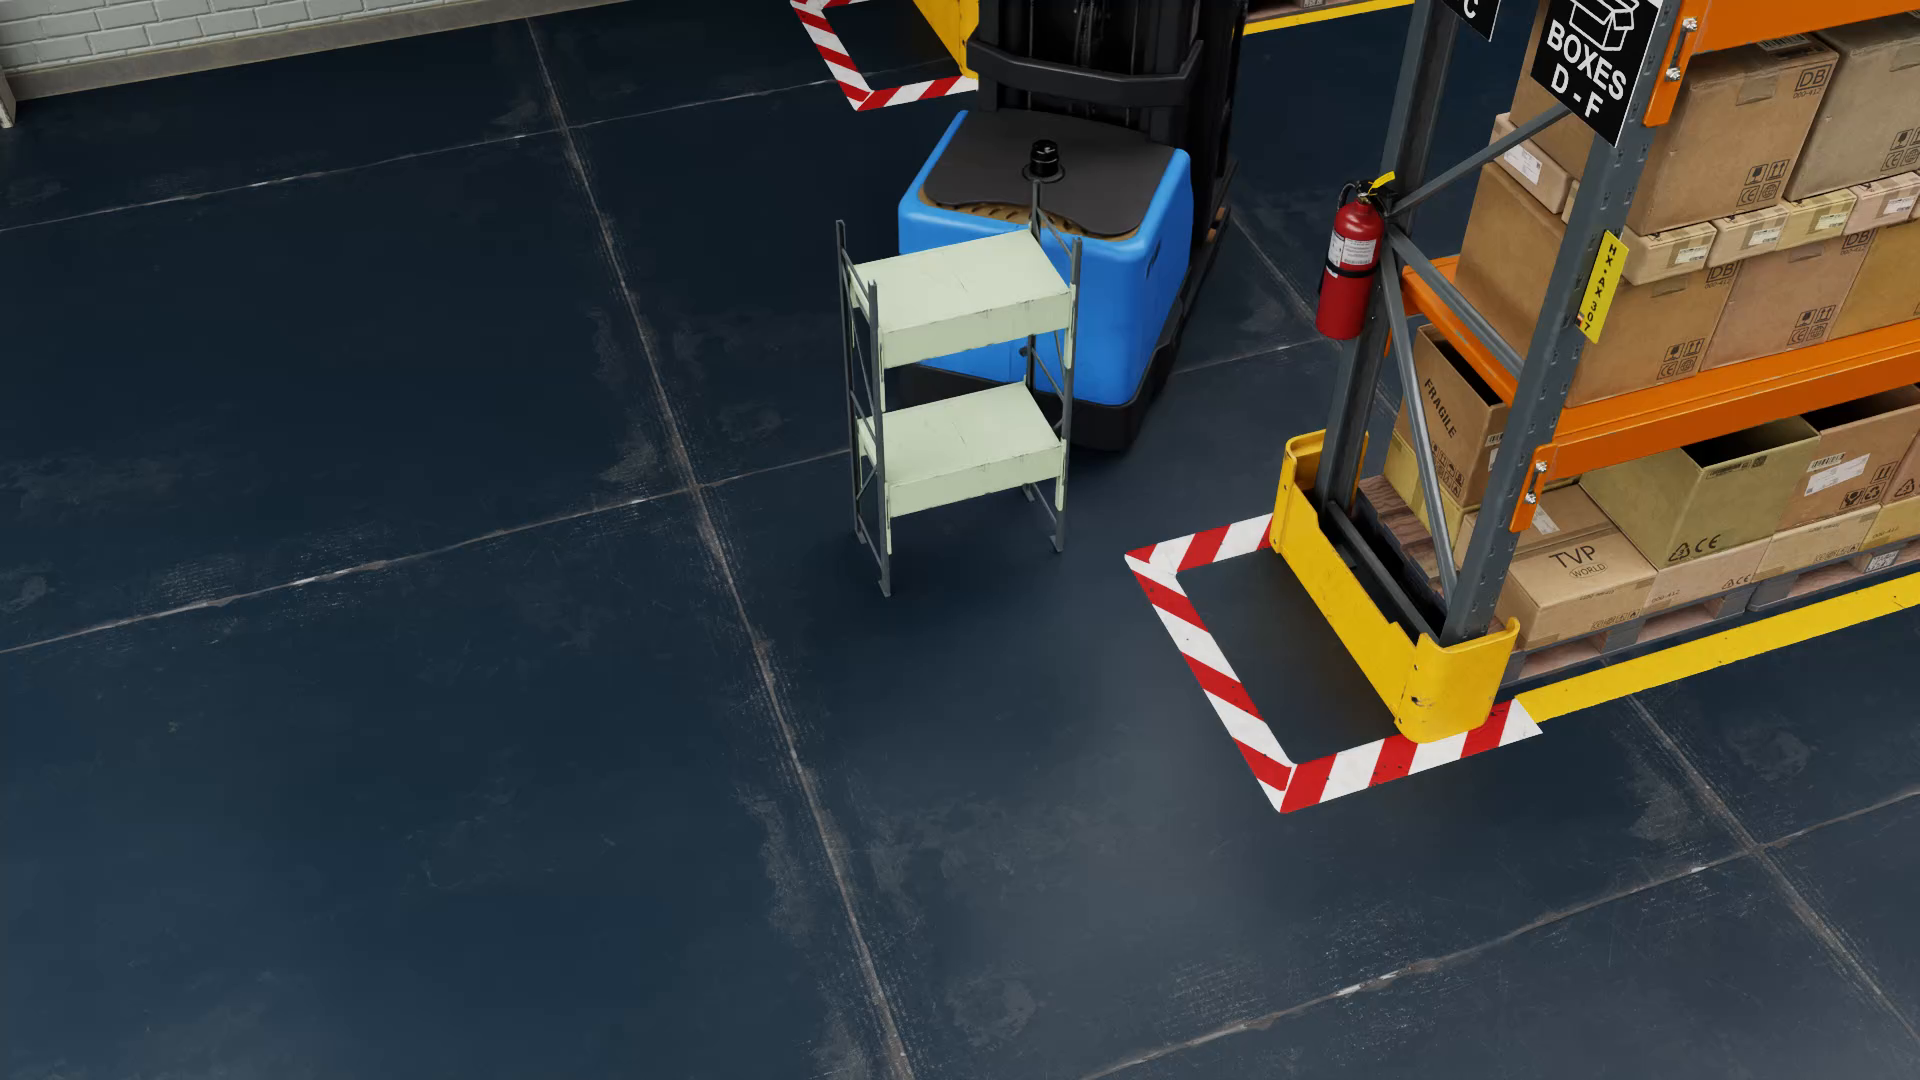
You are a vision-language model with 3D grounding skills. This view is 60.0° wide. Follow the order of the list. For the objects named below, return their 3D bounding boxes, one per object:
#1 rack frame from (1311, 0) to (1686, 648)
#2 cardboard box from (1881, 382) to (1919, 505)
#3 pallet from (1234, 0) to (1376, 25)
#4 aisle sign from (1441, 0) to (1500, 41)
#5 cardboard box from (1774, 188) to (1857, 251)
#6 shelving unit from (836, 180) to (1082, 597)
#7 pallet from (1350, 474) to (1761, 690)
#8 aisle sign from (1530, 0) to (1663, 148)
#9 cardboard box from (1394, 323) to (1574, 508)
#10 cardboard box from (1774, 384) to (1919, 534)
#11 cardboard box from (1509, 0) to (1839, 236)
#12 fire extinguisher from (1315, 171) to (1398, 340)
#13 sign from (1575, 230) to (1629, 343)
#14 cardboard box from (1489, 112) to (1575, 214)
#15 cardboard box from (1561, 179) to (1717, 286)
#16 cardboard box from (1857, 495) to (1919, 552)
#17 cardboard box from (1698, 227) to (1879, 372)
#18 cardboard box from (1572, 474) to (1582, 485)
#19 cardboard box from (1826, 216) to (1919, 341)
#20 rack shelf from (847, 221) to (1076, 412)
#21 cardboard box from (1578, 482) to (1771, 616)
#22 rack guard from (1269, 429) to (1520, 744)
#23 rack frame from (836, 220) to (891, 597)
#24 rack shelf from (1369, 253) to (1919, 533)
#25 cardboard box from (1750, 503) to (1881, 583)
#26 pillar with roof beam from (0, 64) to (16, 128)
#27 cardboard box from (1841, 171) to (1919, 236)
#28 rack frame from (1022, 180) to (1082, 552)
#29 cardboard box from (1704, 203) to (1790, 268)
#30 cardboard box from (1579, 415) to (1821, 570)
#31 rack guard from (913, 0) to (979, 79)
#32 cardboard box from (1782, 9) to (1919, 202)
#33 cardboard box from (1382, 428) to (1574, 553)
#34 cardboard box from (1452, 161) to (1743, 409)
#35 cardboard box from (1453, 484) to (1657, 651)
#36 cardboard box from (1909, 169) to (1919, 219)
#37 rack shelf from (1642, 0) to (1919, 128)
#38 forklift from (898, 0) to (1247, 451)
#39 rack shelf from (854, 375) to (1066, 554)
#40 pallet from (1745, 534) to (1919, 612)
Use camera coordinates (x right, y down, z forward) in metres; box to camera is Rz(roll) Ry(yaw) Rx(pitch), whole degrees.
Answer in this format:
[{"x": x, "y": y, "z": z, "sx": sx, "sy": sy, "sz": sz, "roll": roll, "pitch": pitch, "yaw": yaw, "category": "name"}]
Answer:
[{"x": 1.618, "y": -0.746, "z": 5.375, "sx": 0.127, "sy": 3.000, "sz": 1.000, "roll": -14, "pitch": 47, "yaw": -14, "category": "rack frame"}, {"x": 3.610, "y": -0.528, "z": 6.274, "sx": 0.500, "sy": 0.500, "sz": 0.500, "roll": -14, "pitch": 47, "yaw": -14, "category": "cardboard box"}, {"x": 1.926, "y": -3.541, "z": 10.131, "sx": 1.213, "sy": 0.211, "sz": 1.003, "roll": -14, "pitch": 47, "yaw": -14, "category": "pallet"}, {"x": 1.457, "y": -1.843, "z": 4.634, "sx": 0.004, "sy": 0.787, "sz": 0.394, "roll": -14, "pitch": 47, "yaw": -14, "category": "aisle sign"}, {"x": 2.543, "y": -1.085, "z": 5.185, "sx": 0.250, "sy": 0.149, "sz": 0.380, "roll": -14, "pitch": 47, "yaw": -14, "category": "cardboard box"}, {"x": -0.006, "y": -0.528, "z": 6.217, "sx": 0.755, "sy": 1.500, "sz": 0.431, "roll": -14, "pitch": 47, "yaw": -14, "category": "shelving unit"}, {"x": 2.323, "y": 0.027, "z": 6.574, "sx": 1.213, "sy": 0.211, "sz": 1.003, "roll": -14, "pitch": 47, "yaw": -14, "category": "pallet"}, {"x": 1.661, "y": -1.443, "z": 4.235, "sx": 0.004, "sy": 0.787, "sz": 0.394, "roll": -14, "pitch": 47, "yaw": -14, "category": "aisle sign"}, {"x": 2.022, "y": -0.515, "z": 6.261, "sx": 0.500, "sy": 0.500, "sz": 0.500, "roll": -14, "pitch": 47, "yaw": -14, "category": "cardboard box"}, {"x": 3.134, "y": -0.419, "z": 6.165, "sx": 0.500, "sy": 0.500, "sz": 0.500, "roll": -14, "pitch": 47, "yaw": -14, "category": "cardboard box"}, {"x": 2.112, "y": -1.355, "z": 4.997, "sx": 0.500, "sy": 0.500, "sz": 0.700, "roll": -14, "pitch": 47, "yaw": -14, "category": "cardboard box"}, {"x": 1.349, "y": -0.999, "z": 5.683, "sx": 0.183, "sy": 0.674, "sz": 0.296, "roll": -14, "pitch": 47, "yaw": -14, "category": "fire extinguisher"}, {"x": 1.801, "y": -0.708, "z": 4.671, "sx": 0.005, "sy": 0.325, "sz": 0.100, "roll": -14, "pitch": 47, "yaw": -14, "category": "sign"}, {"x": 1.913, "y": -1.229, "z": 5.328, "sx": 0.250, "sy": 0.149, "sz": 0.380, "roll": -15, "pitch": 47, "yaw": -15, "category": "cardboard box"}, {"x": 2.061, "y": -0.961, "z": 5.061, "sx": 0.250, "sy": 0.149, "sz": 0.380, "roll": -15, "pitch": 47, "yaw": -14, "category": "cardboard box"}, {"x": 3.610, "y": -0.264, "z": 6.540, "sx": 0.500, "sy": 0.250, "sz": 0.500, "roll": -14, "pitch": 47, "yaw": -14, "category": "cardboard box"}, {"x": 2.554, "y": -1.014, "z": 5.572, "sx": 0.500, "sy": 0.500, "sz": 0.700, "roll": -13, "pitch": 47, "yaw": -13, "category": "cardboard box"}, {"x": 2.489, "y": -0.377, "z": 6.653, "sx": 0.500, "sy": 0.250, "sz": 0.500, "roll": -14, "pitch": 47, "yaw": -14, "category": "cardboard box"}, {"x": 3.023, "y": -1.130, "z": 5.688, "sx": 0.500, "sy": 0.500, "sz": 0.700, "roll": -14, "pitch": 47, "yaw": -14, "category": "cardboard box"}, {"x": -0.006, "y": -0.803, "z": 5.941, "sx": 0.720, "sy": 0.370, "sz": 0.431, "roll": -14, "pitch": 47, "yaw": -14, "category": "rack shelf"}, {"x": 2.667, "y": -0.027, "z": 6.304, "sx": 0.500, "sy": 0.250, "sz": 0.500, "roll": -14, "pitch": 47, "yaw": -14, "category": "cardboard box"}, {"x": 1.596, "y": 0.143, "z": 6.255, "sx": 0.348, "sy": 0.500, "sz": 1.175, "roll": -14, "pitch": 47, "yaw": -14, "category": "rack guard"}, {"x": -0.351, "y": -0.440, "z": 6.129, "sx": 0.023, "sy": 1.500, "sz": 0.400, "roll": -14, "pitch": 47, "yaw": -14, "category": "rack frame"}, {"x": 3.500, "y": -0.973, "z": 6.110, "sx": 4.000, "sy": 0.370, "sz": 1.077, "roll": -14, "pitch": 47, "yaw": -14, "category": "rack shelf"}, {"x": 3.138, "y": -0.147, "z": 6.423, "sx": 0.500, "sy": 0.250, "sz": 0.500, "roll": -14, "pitch": 47, "yaw": -14, "category": "cardboard box"}, {"x": -3.884, "y": -2.596, "z": 2.984, "sx": 0.400, "sy": 9.000, "sz": 9.100, "roll": -14, "pitch": 47, "yaw": -14, "category": "pillar with roof beam"}, {"x": 2.781, "y": -1.144, "z": 5.244, "sx": 0.250, "sy": 0.149, "sz": 0.380, "roll": -15, "pitch": 47, "yaw": -14, "category": "cardboard box"}, {"x": 0.338, "y": -0.616, "z": 6.305, "sx": 0.023, "sy": 1.500, "sz": 0.400, "roll": -14, "pitch": 47, "yaw": -14, "category": "rack frame"}, {"x": 2.308, "y": -1.026, "z": 5.126, "sx": 0.250, "sy": 0.149, "sz": 0.380, "roll": -15, "pitch": 47, "yaw": -15, "category": "cardboard box"}, {"x": 2.668, "y": -0.290, "z": 6.037, "sx": 0.500, "sy": 0.500, "sz": 0.500, "roll": -14, "pitch": 47, "yaw": -14, "category": "cardboard box"}, {"x": 0.004, "y": -3.181, "z": 9.567, "sx": 0.348, "sy": 0.500, "sz": 1.175, "roll": -14, "pitch": 47, "yaw": -14, "category": "rack guard"}, {"x": 2.604, "y": -1.485, "z": 5.126, "sx": 0.500, "sy": 0.500, "sz": 0.700, "roll": -15, "pitch": 47, "yaw": -15, "category": "cardboard box"}, {"x": 2.022, "y": -0.249, "z": 6.525, "sx": 0.500, "sy": 0.250, "sz": 0.500, "roll": -14, "pitch": 47, "yaw": -14, "category": "cardboard box"}, {"x": 2.062, "y": -0.885, "z": 5.443, "sx": 0.500, "sy": 0.500, "sz": 0.700, "roll": -14, "pitch": 47, "yaw": -14, "category": "cardboard box"}, {"x": 2.198, "y": 0.096, "z": 6.181, "sx": 0.500, "sy": 0.250, "sz": 0.500, "roll": -14, "pitch": 47, "yaw": -14, "category": "cardboard box"}, {"x": 3.031, "y": -1.210, "z": 5.310, "sx": 0.250, "sy": 0.149, "sz": 0.380, "roll": -16, "pitch": 47, "yaw": -15, "category": "cardboard box"}, {"x": 3.500, "y": -2.032, "z": 5.047, "sx": 4.000, "sy": 0.370, "sz": 1.077, "roll": -14, "pitch": 47, "yaw": -14, "category": "rack shelf"}, {"x": 0.698, "y": -2.473, "z": 7.145, "sx": 1.130, "sy": 2.935, "sz": 3.031, "roll": 14, "pitch": 47, "yaw": 13, "category": "forklift"}, {"x": -0.006, "y": -0.298, "z": 6.448, "sx": 0.720, "sy": 0.370, "sz": 0.431, "roll": -14, "pitch": 47, "yaw": -14, "category": "rack shelf"}, {"x": 3.469, "y": -0.264, "z": 6.864, "sx": 1.213, "sy": 0.211, "sz": 1.003, "roll": -14, "pitch": 47, "yaw": -14, "category": "pallet"}]
